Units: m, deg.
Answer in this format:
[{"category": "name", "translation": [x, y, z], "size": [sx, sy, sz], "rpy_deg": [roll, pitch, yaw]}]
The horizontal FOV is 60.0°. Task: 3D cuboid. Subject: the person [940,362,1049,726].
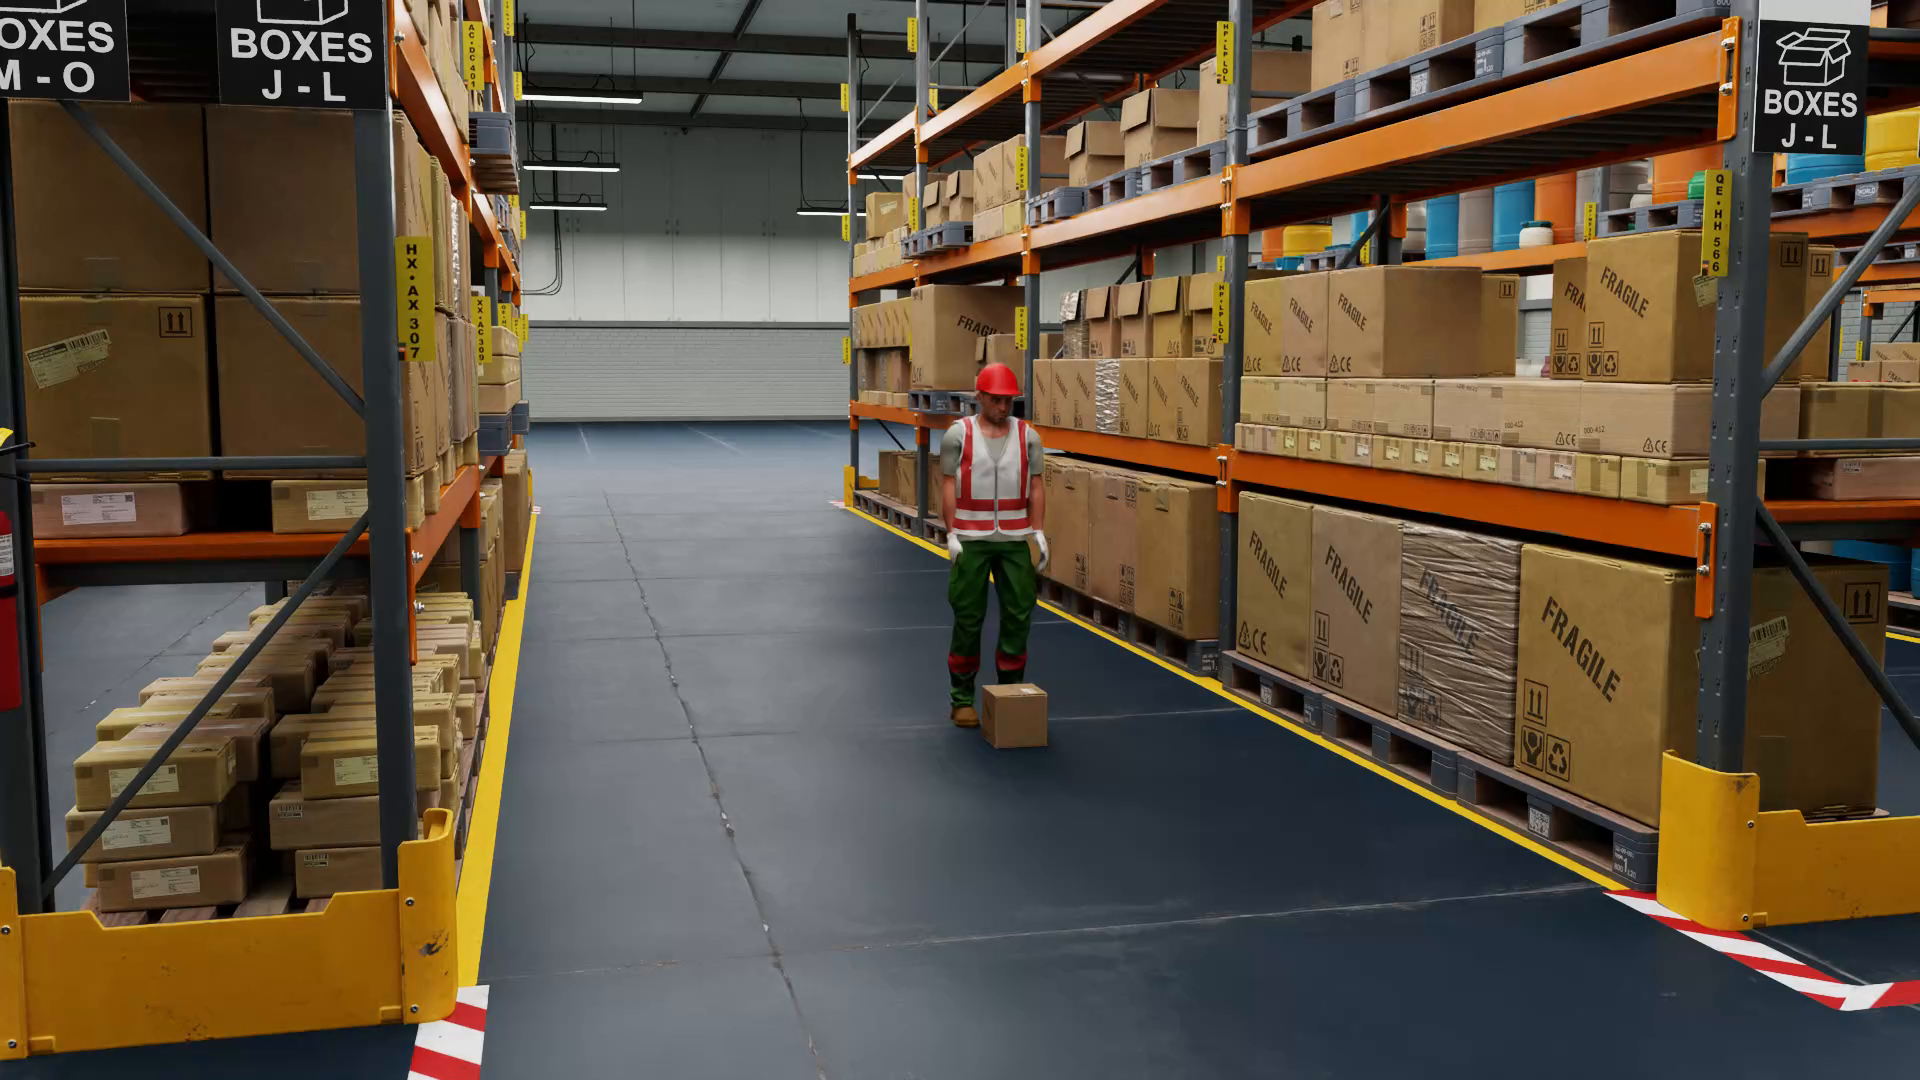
[{"category": "person", "translation": [0.170, 0.018, 8.181], "size": [0.529, 1.777, 0.364], "rpy_deg": [-1, 6, -13]}]
